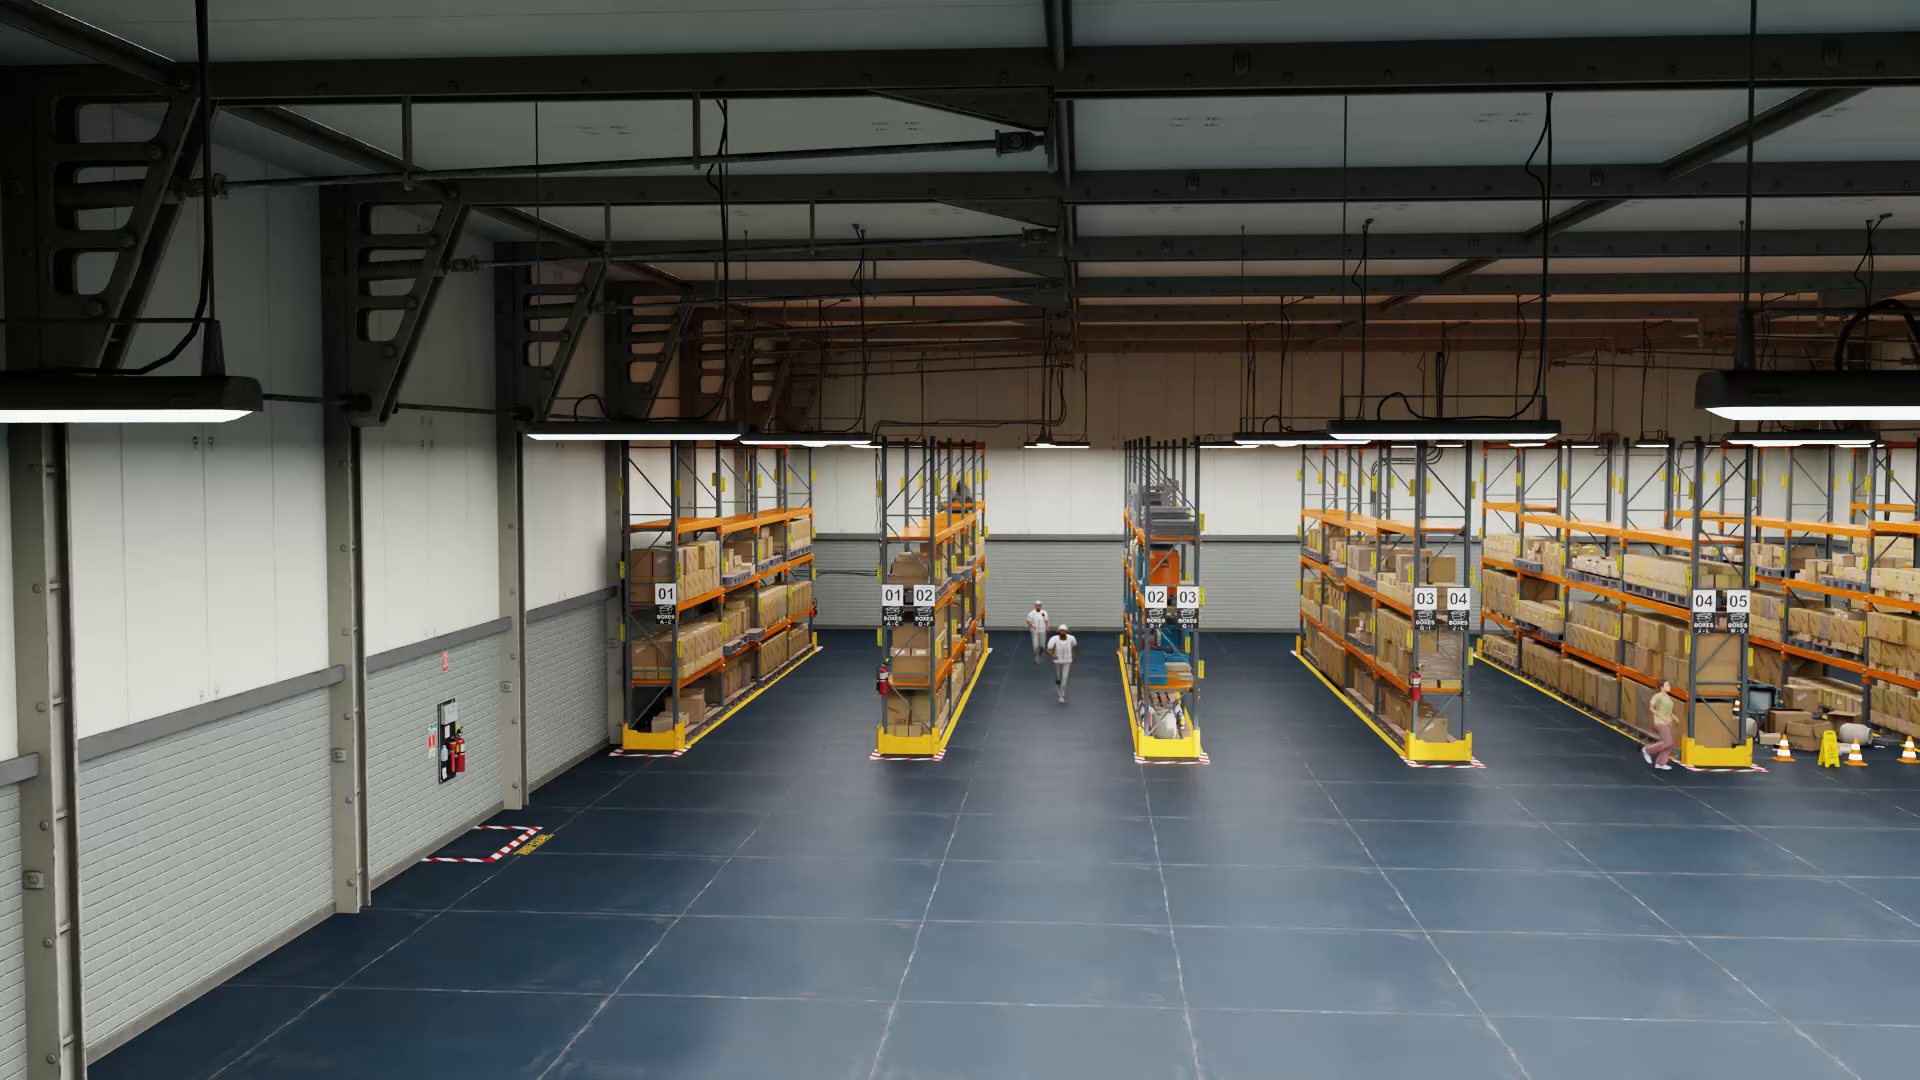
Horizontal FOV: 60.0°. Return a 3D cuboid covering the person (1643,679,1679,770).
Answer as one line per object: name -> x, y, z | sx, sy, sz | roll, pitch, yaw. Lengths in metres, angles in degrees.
person -> 12.613, 3.320, 29.939 | 0.565, 1.593, 0.544 | -3, 4, -42

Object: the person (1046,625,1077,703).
person -> 2.347, 2.805, 38.236 | 0.725, 1.755, 0.983 | 0, 3, -1

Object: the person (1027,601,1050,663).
person -> 2.009, 2.365, 42.638 | 0.585, 1.608, 0.482 | 0, 3, -2
